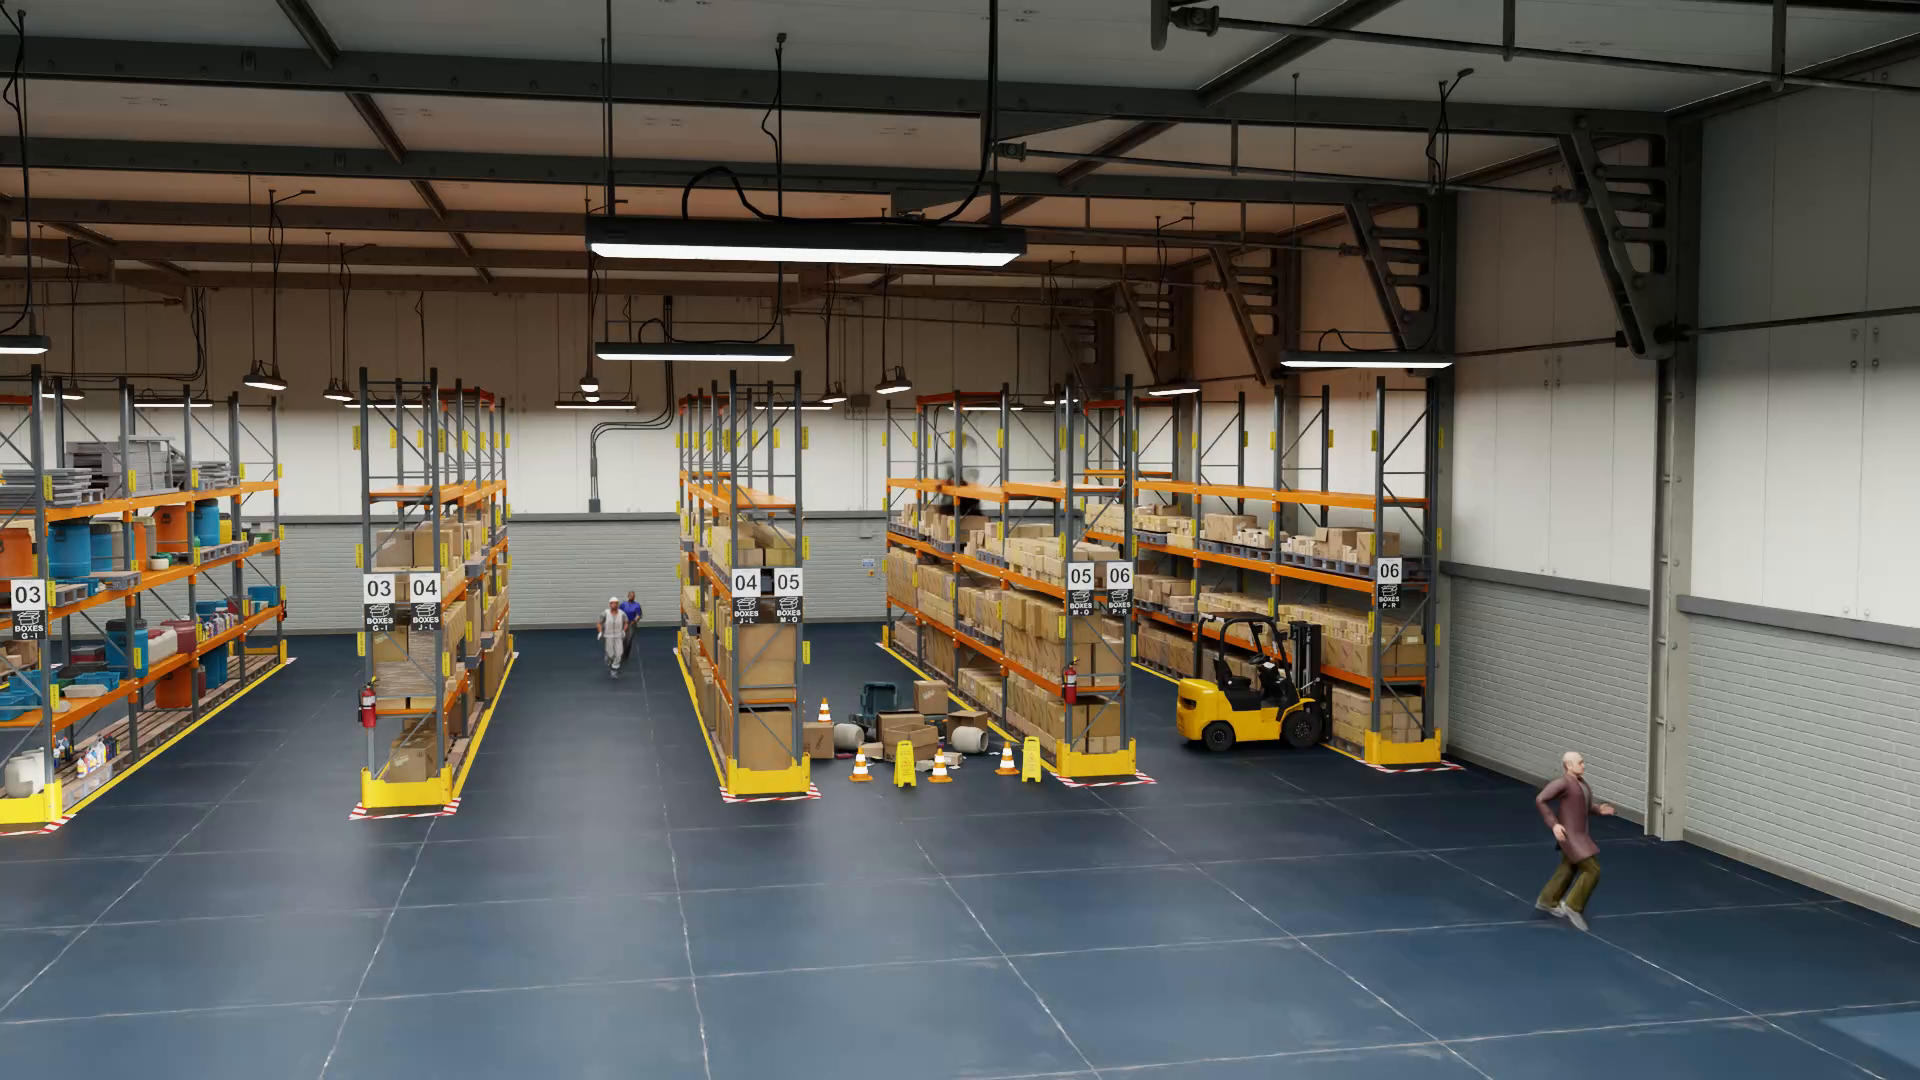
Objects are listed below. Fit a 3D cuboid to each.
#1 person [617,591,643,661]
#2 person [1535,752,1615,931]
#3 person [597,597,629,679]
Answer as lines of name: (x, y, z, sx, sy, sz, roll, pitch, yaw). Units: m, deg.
person: (-7.499, 1.965, 37.702, 0.607, 1.581, 0.494, -1, 3, -13)
person: (6.340, 3.099, 17.174, 0.801, 1.825, 0.672, 3, 4, 36)
person: (-7.290, 2.058, 34.978, 0.659, 1.733, 0.634, -1, 4, -20)
